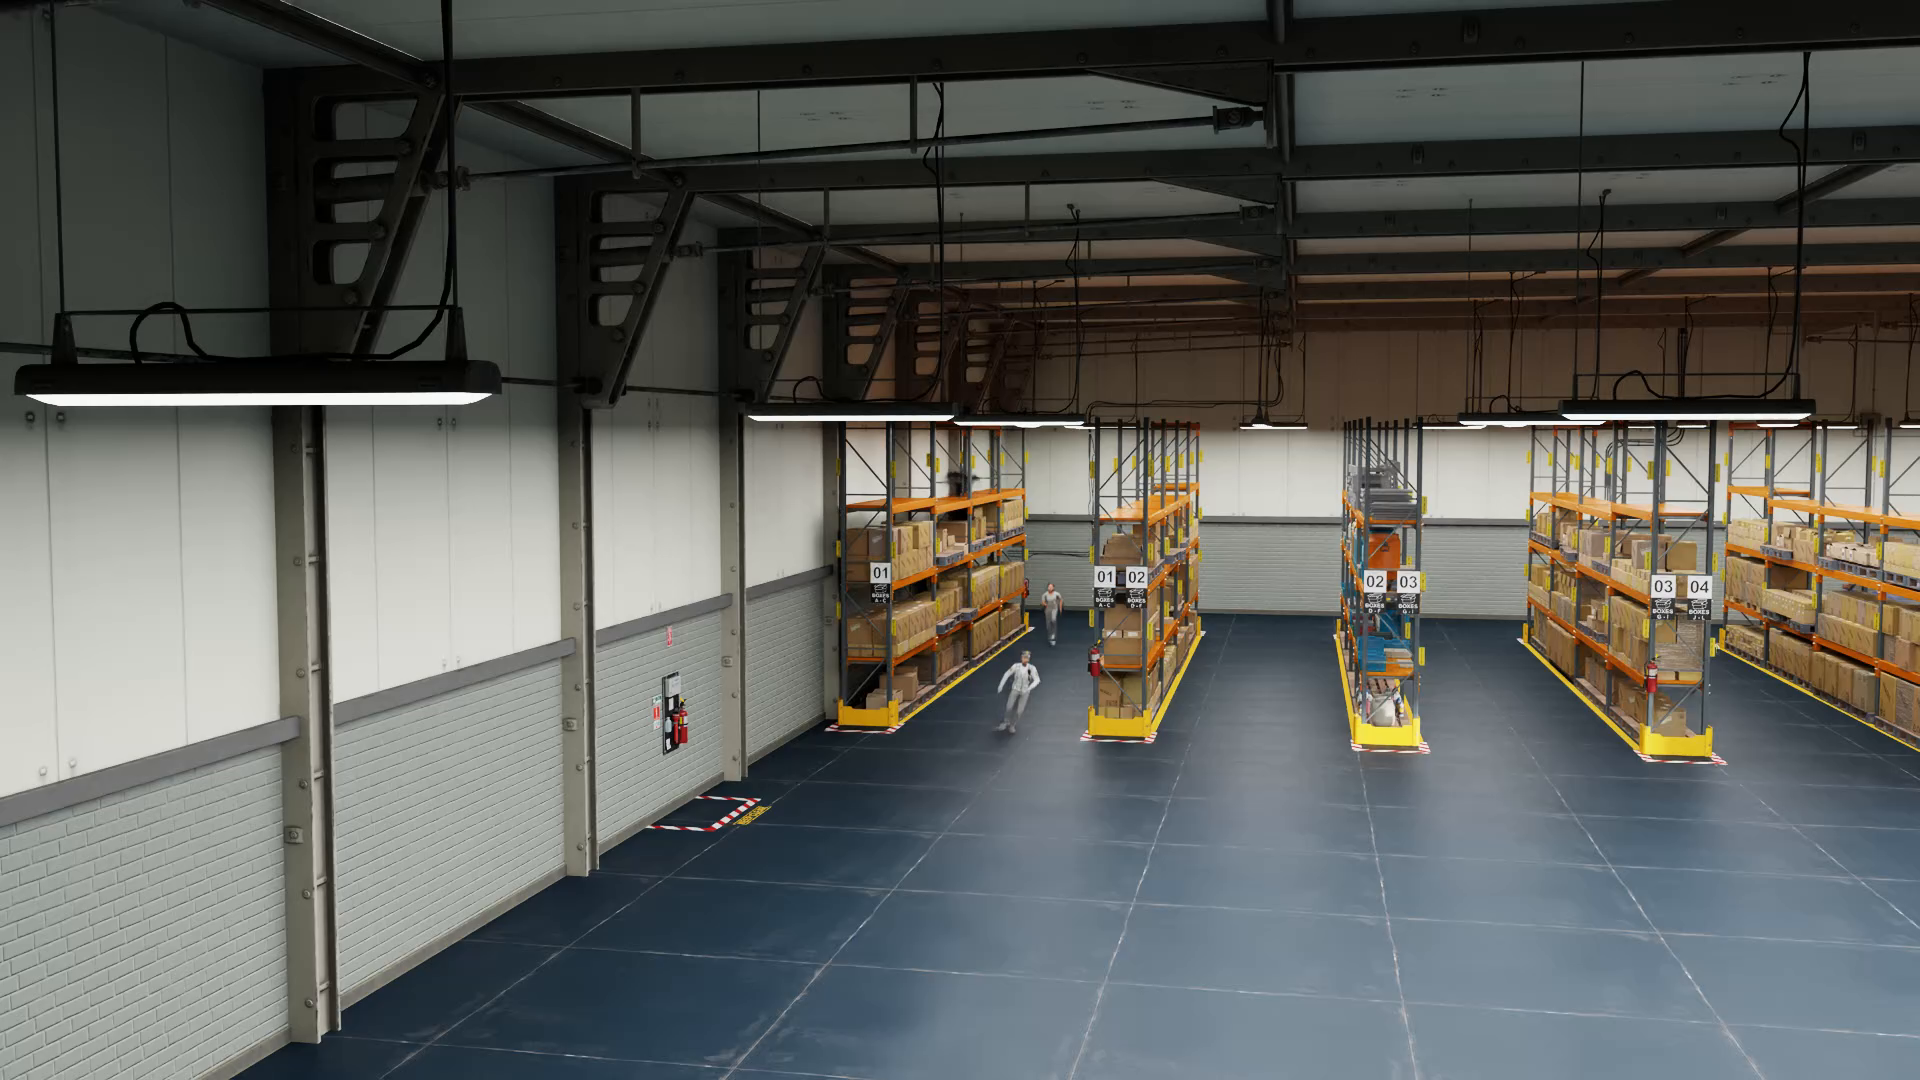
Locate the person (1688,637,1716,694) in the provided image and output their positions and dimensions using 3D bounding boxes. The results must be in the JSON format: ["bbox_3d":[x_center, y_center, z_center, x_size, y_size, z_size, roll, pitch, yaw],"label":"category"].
[{"bbox_3d":[16.145,2.615,36.302,0.674,1.556,0.518,3,5,38],"label":"person"}]

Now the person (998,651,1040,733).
[{"bbox_3d":[1.131,2.888,31.641,0.798,1.578,0.571,0,4,-2],"label":"person"}]

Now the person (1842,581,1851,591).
[{"bbox_3d":[24.216,1.957,45.306,0.913,1.689,0.608,-1,4,-9],"label":"person"}]

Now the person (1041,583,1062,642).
[{"bbox_3d":[2.457,1.953,44.666,0.534,1.633,0.821,1,4,9],"label":"person"}]
